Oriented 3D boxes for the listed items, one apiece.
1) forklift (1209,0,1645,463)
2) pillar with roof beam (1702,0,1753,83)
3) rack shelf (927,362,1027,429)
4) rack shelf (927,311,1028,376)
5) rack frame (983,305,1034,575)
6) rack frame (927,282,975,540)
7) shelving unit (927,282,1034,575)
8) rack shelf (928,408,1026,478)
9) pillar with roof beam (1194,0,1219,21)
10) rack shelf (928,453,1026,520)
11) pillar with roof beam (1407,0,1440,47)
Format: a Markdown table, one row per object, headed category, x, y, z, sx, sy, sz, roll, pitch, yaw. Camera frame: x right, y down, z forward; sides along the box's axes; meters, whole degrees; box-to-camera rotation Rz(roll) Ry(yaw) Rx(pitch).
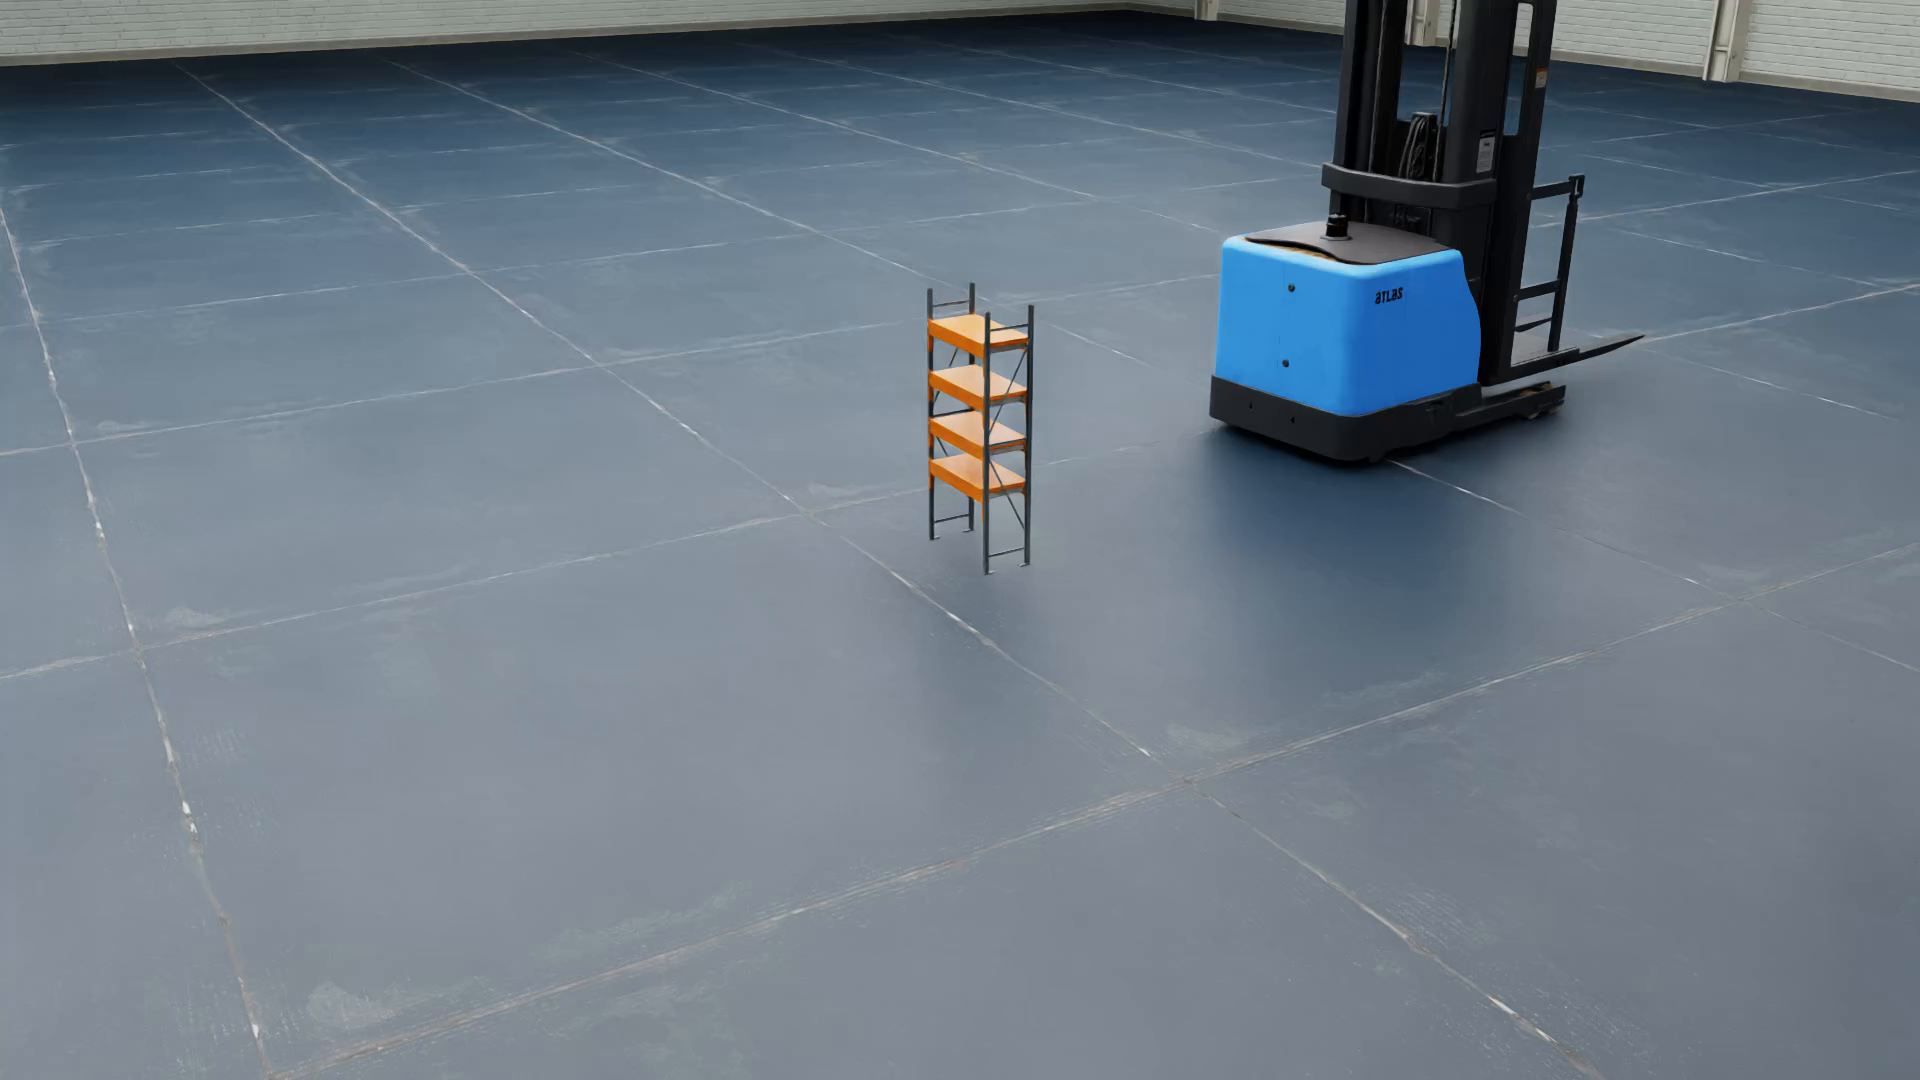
| category | x | y | z | sx | sy | sz | roll | pitch | yaw |
| --- | --- | --- | --- | --- | --- | --- | --- | --- | --- |
| forklift | 2.879 | -2.191 | 9.308 | 3.031 | 2.935 | 1.130 | -16 | 27 | -34 |
| pillar with roof beam | 7.452 | -10.077 | 20.652 | 9.100 | 9.000 | 0.400 | -13 | 25 | -28 |
| rack shelf | 0.085 | -0.647 | 7.395 | 0.258 | 0.148 | 0.480 | -13 | 25 | -28 |
| rack shelf | 0.085 | -0.866 | 7.306 | 0.258 | 0.148 | 0.480 | -13 | 25 | -28 |
| rack frame | 0.209 | -0.423 | 7.259 | 0.240 | 1.200 | 0.015 | -13 | 25 | -28 |
| rack frame | -0.040 | -0.581 | 7.648 | 0.240 | 1.200 | 0.015 | -13 | 25 | -28 |
| shelving unit | 0.085 | -0.502 | 7.454 | 0.258 | 1.200 | 0.503 | -13 | 25 | -28 |
| rack shelf | 0.085 | -0.440 | 7.479 | 0.258 | 0.148 | 0.480 | -13 | 25 | -28 |
| pillar with roof beam | 1.322 | -13.961 | 30.209 | 9.100 | 9.000 | 0.400 | -13 | 25 | -28 |
| rack shelf | 0.085 | -0.256 | 7.554 | 0.258 | 0.148 | 0.480 | -13 | 25 | -28 |
| pillar with roof beam | 4.387 | -12.019 | 25.431 | 9.100 | 9.000 | 0.400 | -13 | 25 | -28 |
